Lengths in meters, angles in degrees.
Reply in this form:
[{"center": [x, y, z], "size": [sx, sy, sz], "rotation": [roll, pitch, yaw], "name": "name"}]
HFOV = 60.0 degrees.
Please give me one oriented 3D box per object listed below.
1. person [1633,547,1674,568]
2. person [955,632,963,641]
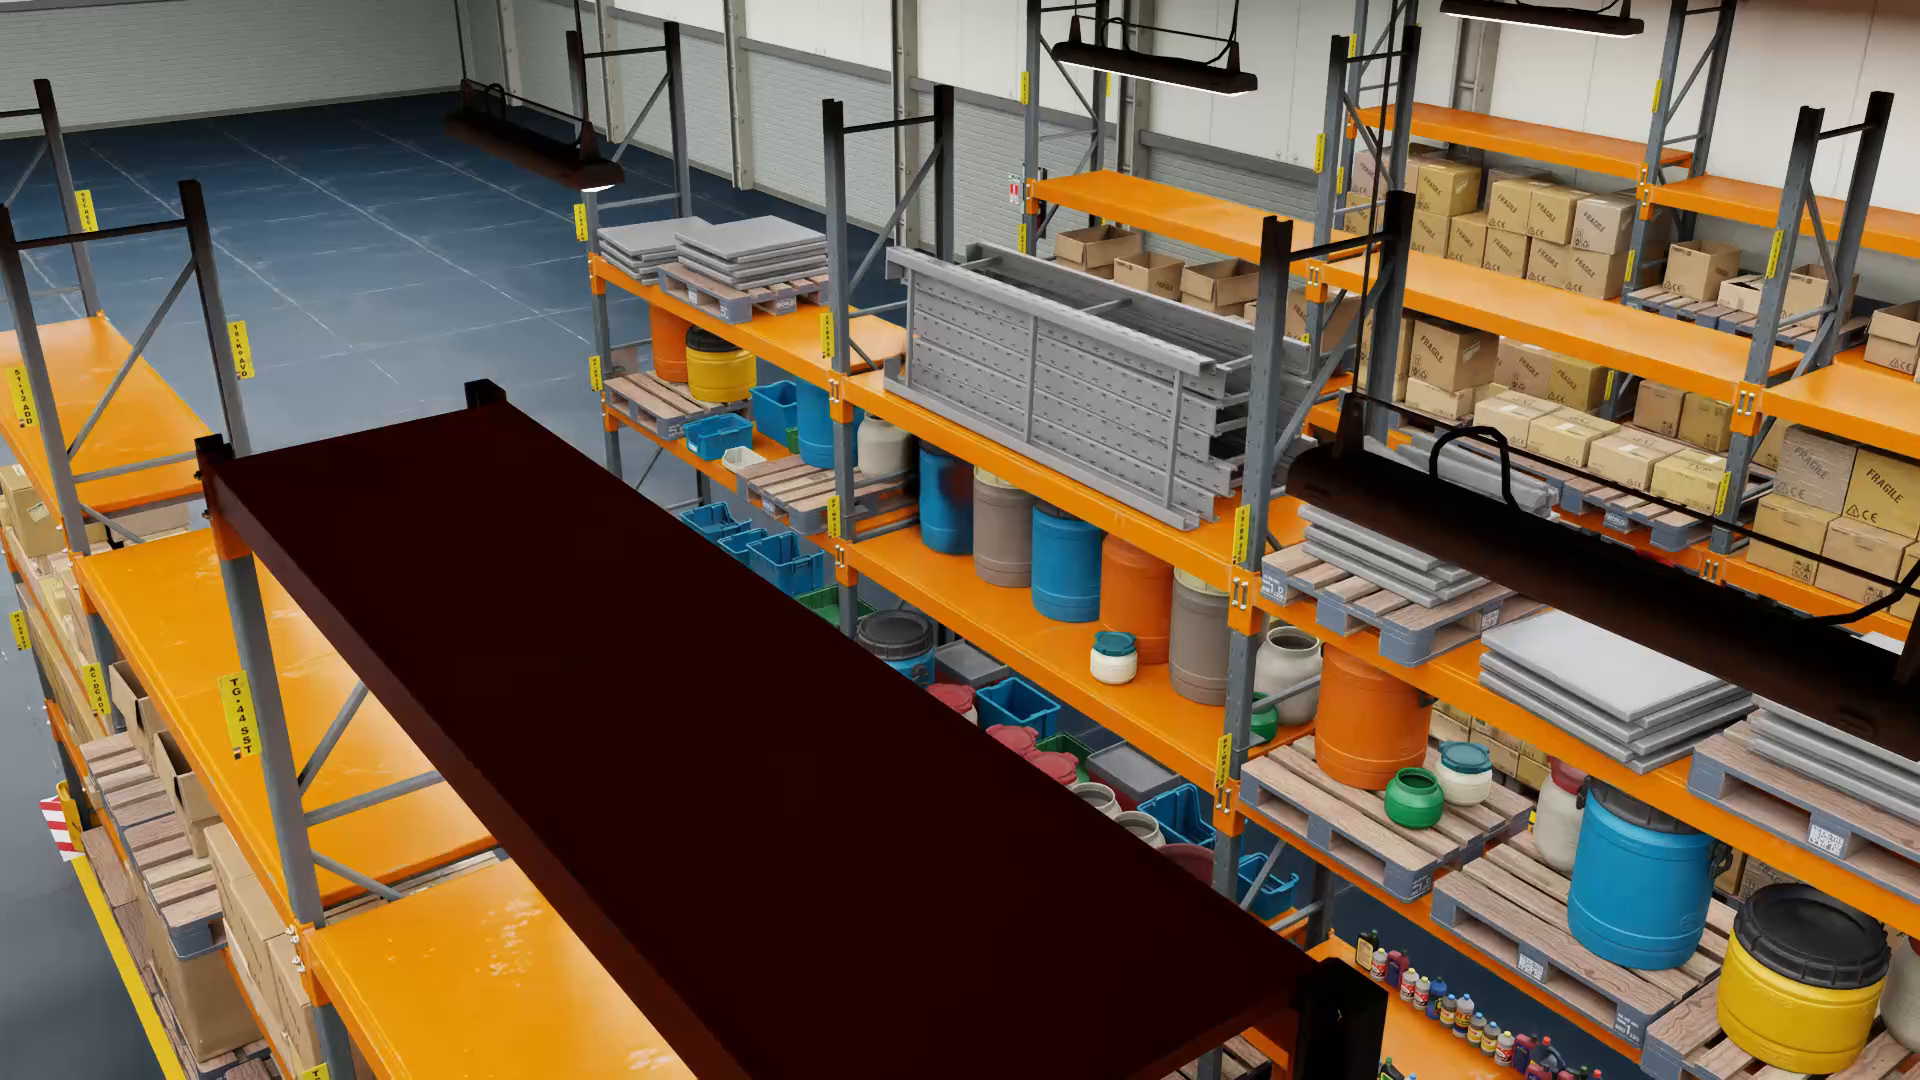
[{"center": [6.343, 0.650, 15.524], "size": [0.410, 1.741, 0.608], "rotation": [3, 25, 6], "name": "person"}, {"center": [-0.040, 0.626, 15.693], "size": [0.334, 1.611, 0.440], "rotation": [-10, 27, -21], "name": "person"}]
